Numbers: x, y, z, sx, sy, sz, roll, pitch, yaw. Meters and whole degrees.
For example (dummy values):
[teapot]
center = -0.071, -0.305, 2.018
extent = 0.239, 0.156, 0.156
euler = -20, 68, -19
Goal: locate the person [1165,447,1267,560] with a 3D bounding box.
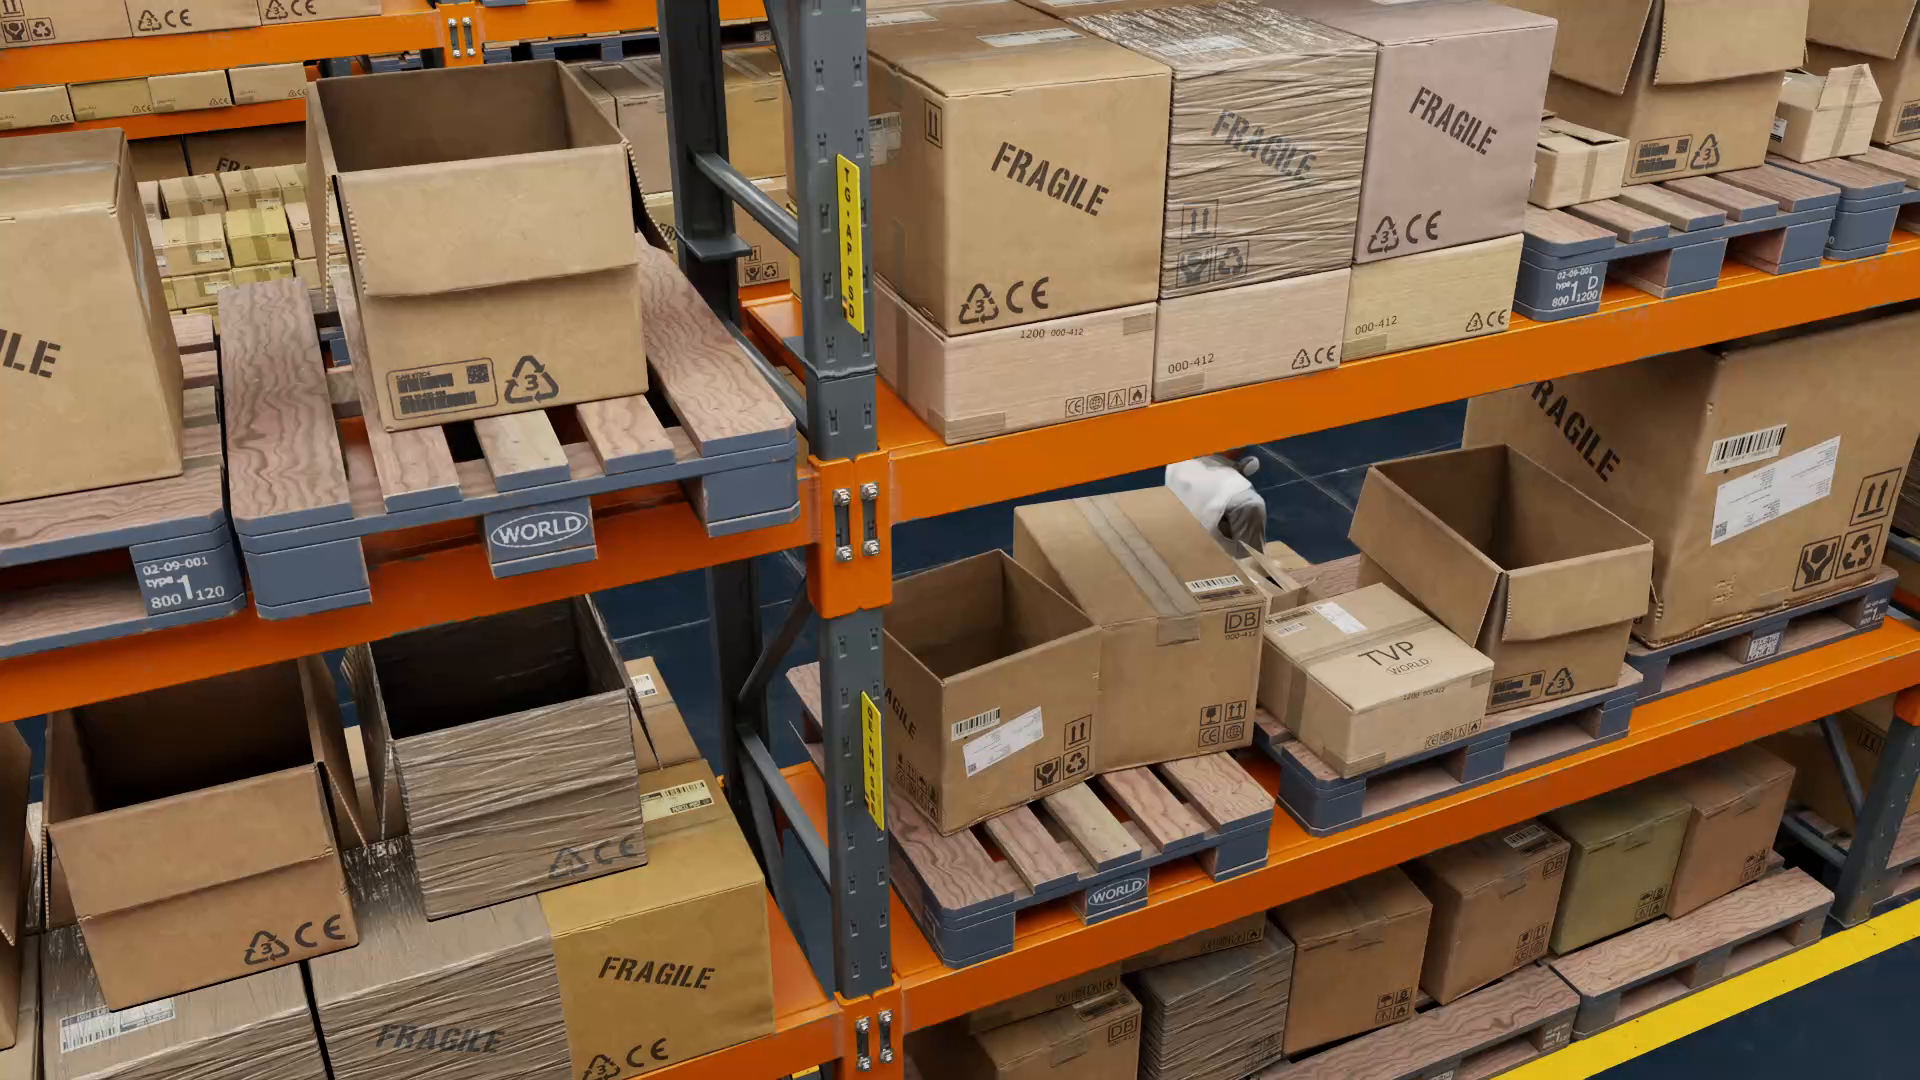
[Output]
[person]
center = 1.062, 0.195, 6.743
extent = 0.493, 1.780, 0.542
euler = -14, 32, -23
